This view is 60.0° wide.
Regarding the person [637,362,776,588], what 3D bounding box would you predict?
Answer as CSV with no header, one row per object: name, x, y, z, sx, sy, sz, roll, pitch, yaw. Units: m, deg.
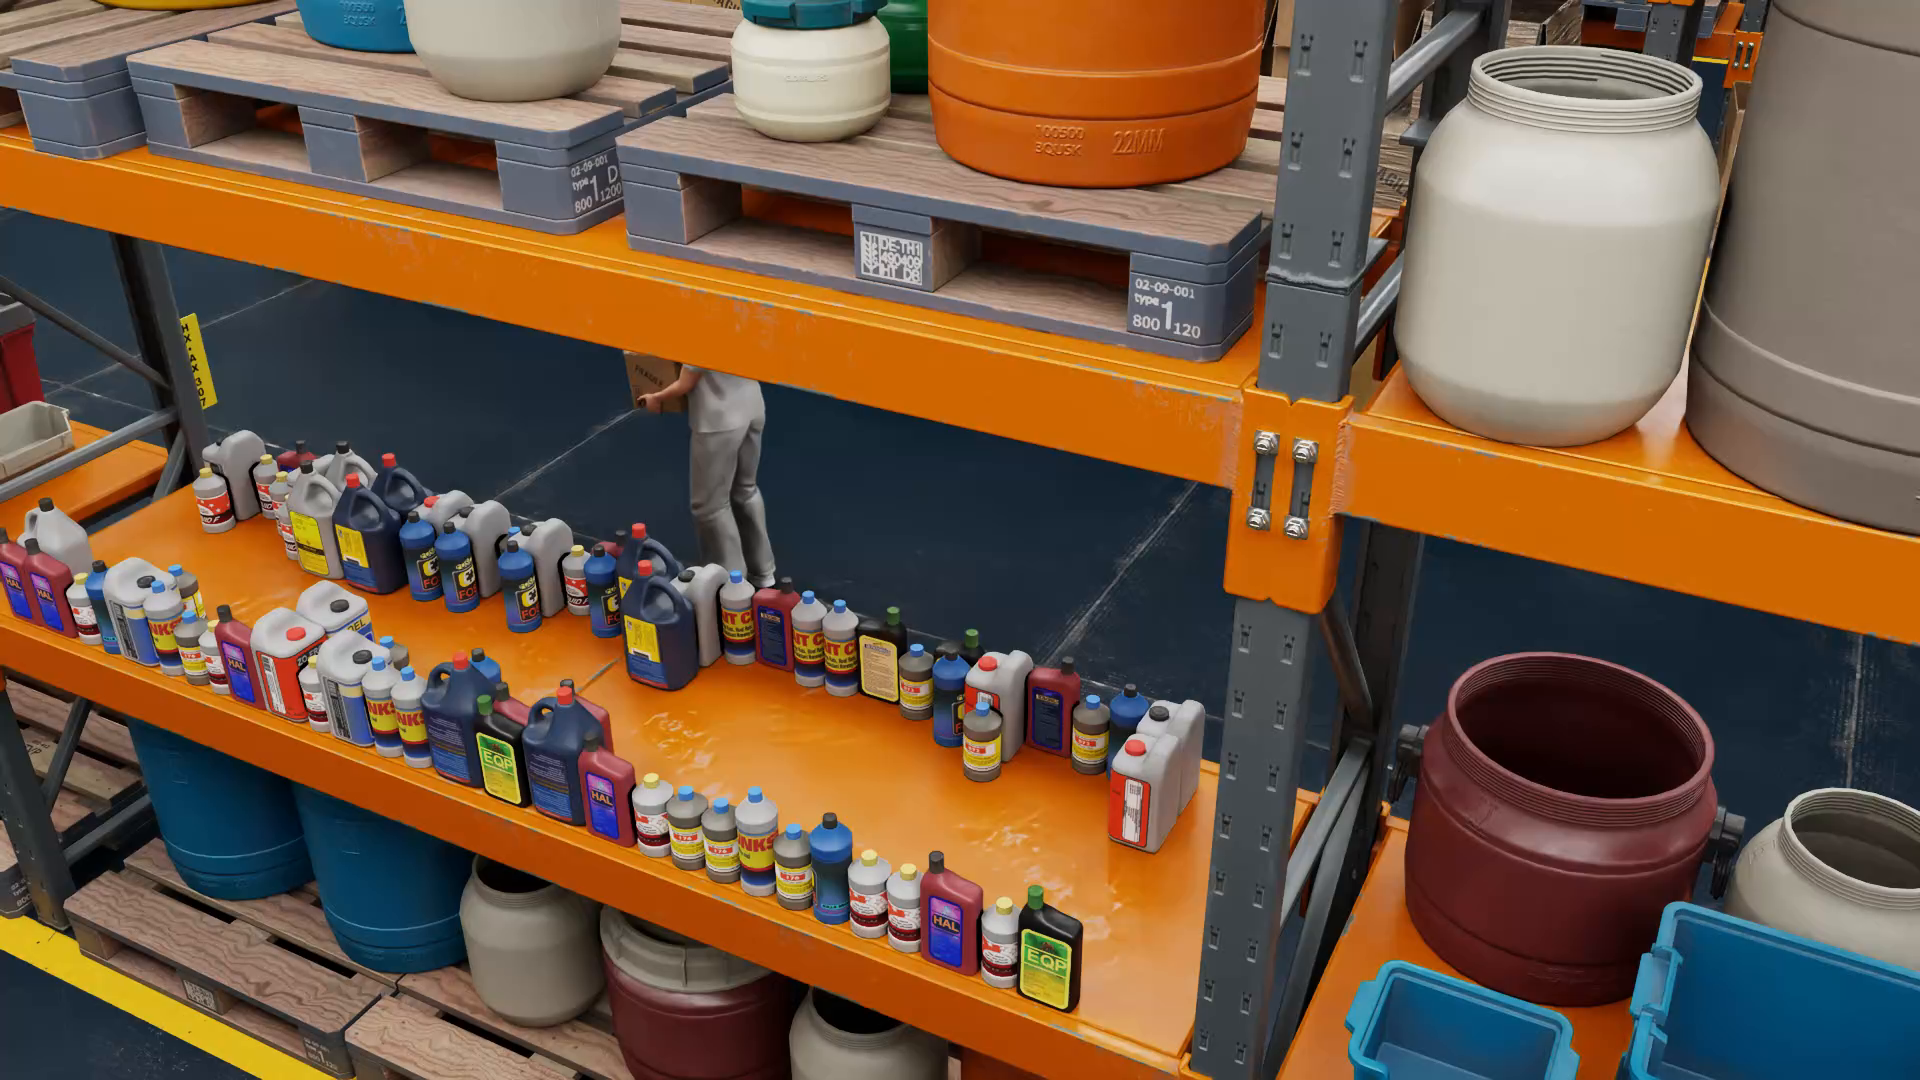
person,-1.048,-0.502,7.000,0.548,1.667,0.447,14,33,23
